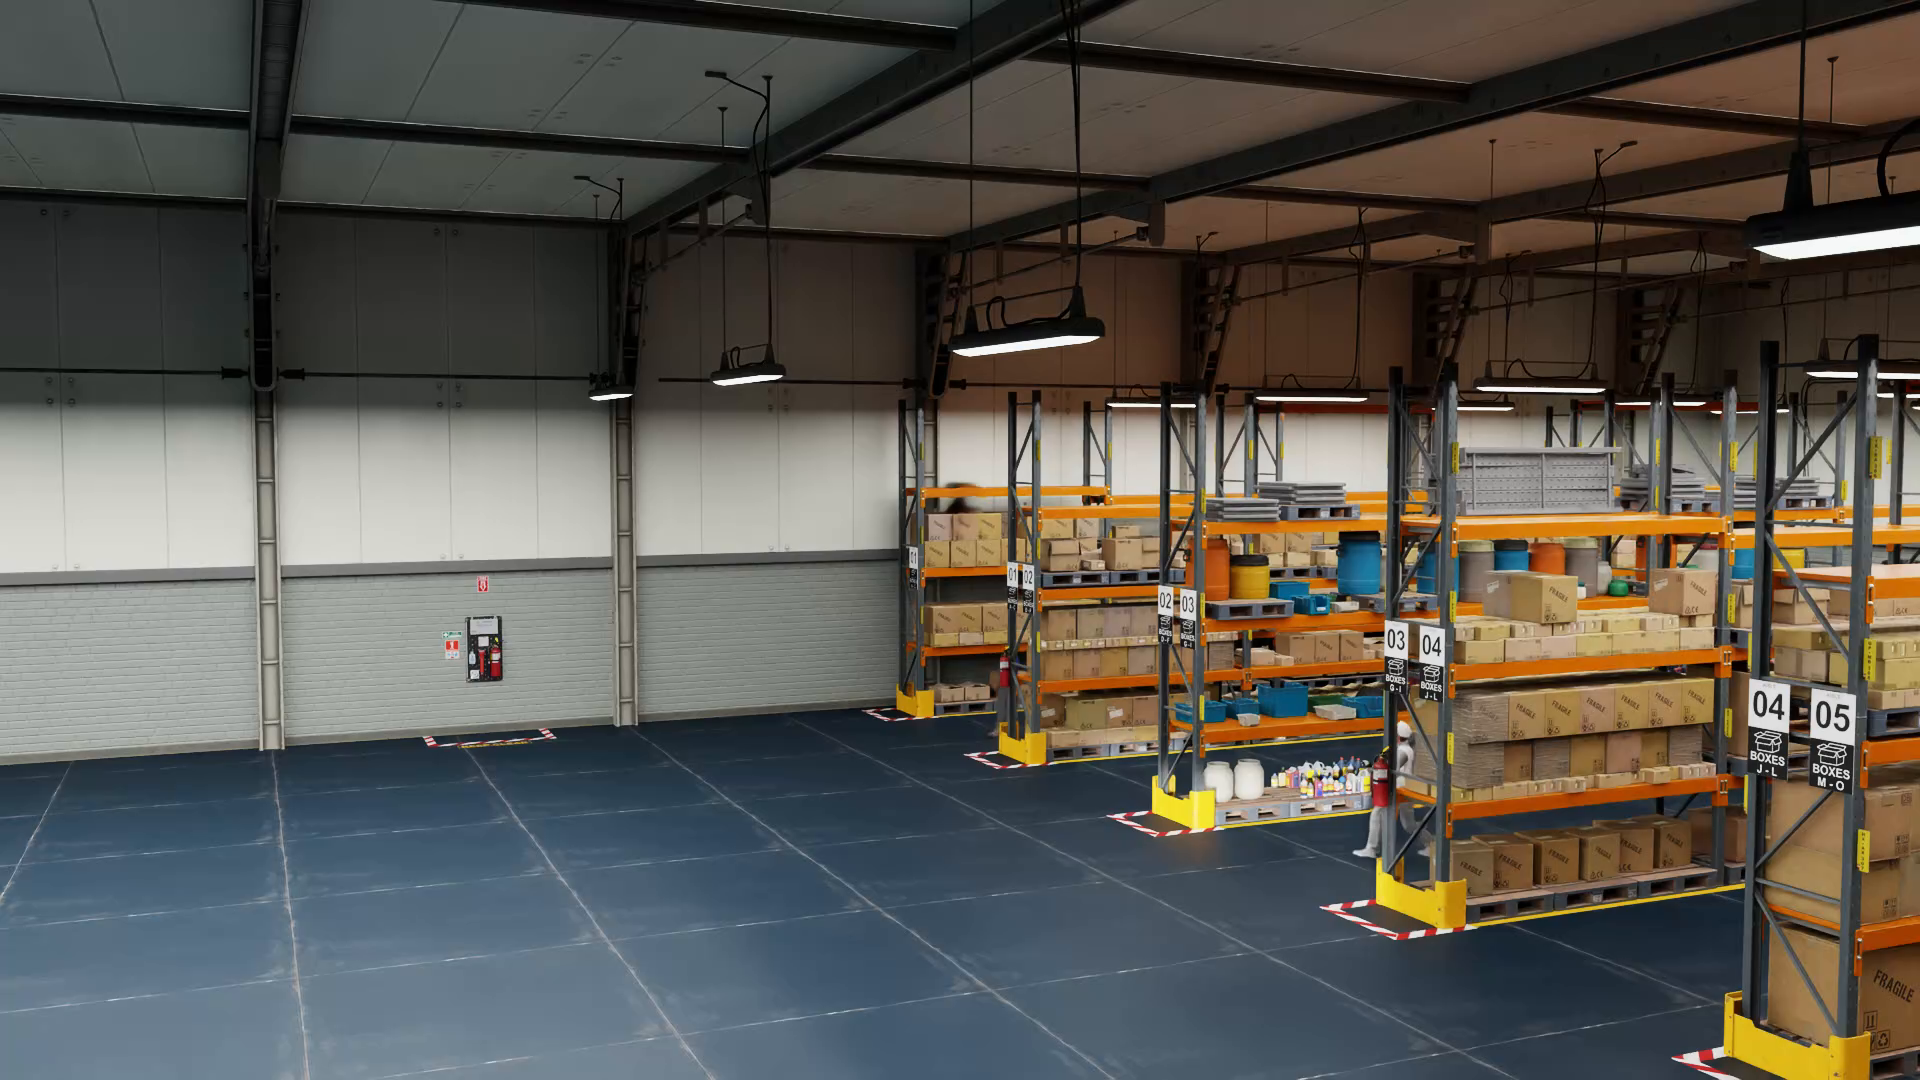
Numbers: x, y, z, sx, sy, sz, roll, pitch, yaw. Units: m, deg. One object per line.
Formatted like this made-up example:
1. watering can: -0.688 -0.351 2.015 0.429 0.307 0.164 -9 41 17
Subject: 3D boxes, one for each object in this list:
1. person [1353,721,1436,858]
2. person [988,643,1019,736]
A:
1. person: 5.402 3.092 20.510 1.042 1.727 0.471 0 3 -7
2. person: 0.772 2.628 29.359 0.518 1.668 0.468 1 4 24
